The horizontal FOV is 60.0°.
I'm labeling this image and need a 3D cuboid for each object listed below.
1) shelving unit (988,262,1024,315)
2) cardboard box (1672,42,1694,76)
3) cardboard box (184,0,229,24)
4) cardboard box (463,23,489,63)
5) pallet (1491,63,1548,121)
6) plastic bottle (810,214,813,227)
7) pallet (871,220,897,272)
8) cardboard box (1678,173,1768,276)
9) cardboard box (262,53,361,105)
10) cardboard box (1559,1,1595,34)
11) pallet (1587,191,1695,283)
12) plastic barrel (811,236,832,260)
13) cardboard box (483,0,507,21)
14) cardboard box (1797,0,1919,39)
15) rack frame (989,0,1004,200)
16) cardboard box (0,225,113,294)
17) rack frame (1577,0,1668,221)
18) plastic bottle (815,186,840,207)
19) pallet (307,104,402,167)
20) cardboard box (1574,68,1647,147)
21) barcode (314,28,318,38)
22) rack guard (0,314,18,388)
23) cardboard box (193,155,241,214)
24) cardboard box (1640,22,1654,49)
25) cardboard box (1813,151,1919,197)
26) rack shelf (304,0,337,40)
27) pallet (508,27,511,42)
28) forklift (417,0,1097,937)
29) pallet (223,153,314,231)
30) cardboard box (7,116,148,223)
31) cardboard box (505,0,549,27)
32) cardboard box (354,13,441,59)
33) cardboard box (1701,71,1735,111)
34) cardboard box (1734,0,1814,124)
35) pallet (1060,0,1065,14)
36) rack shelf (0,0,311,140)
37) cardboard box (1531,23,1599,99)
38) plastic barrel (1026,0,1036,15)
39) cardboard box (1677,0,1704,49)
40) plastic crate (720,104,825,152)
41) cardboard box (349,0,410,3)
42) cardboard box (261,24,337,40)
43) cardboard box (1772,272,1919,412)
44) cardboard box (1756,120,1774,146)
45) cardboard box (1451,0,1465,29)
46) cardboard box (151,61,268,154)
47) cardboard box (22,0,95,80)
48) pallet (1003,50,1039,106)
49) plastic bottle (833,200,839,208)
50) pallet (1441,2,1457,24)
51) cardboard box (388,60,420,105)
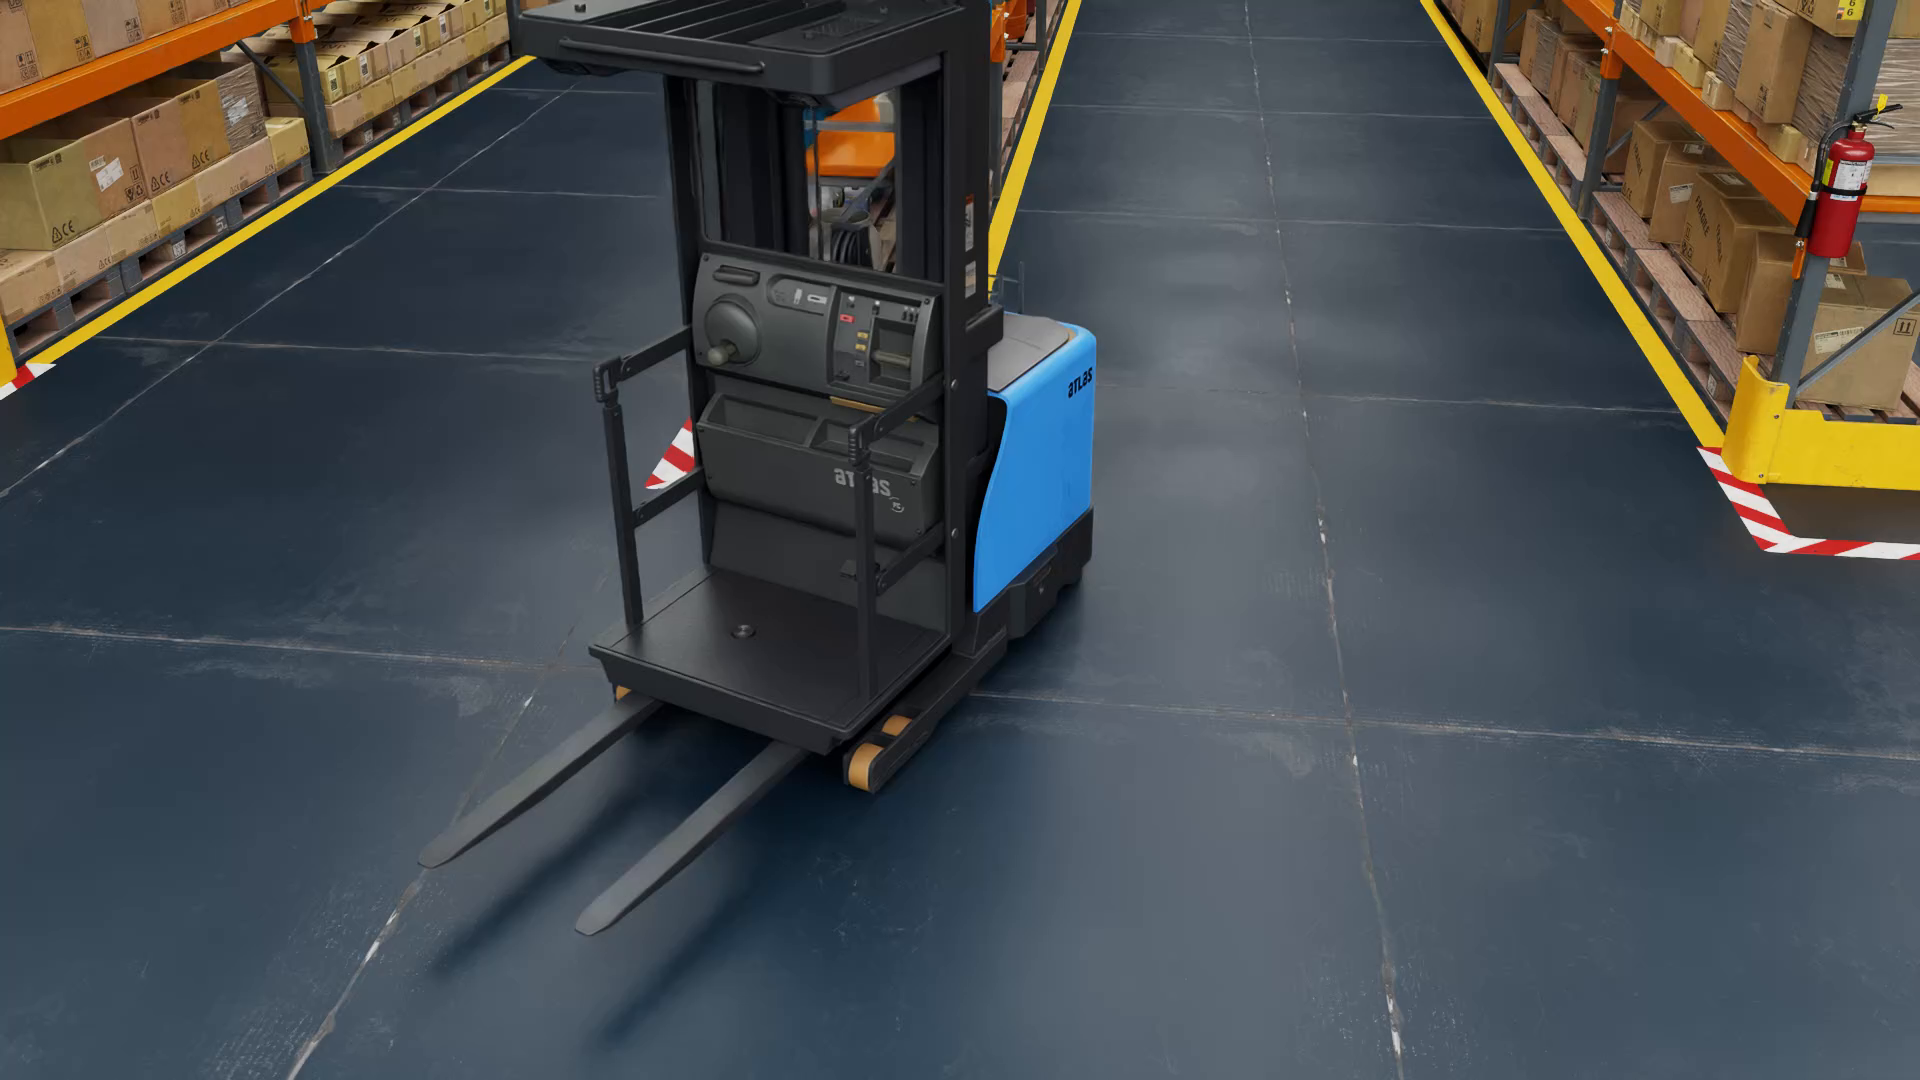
[{"bbox_3d":[0.114,-0.602,7.103,0.258,1.200,0.189,15,32,25],"label":"shelving unit"},{"bbox_3d":[4.252,-2.700,9.363,0.380,0.149,0.250,3,28,6],"label":"cardboard box"},{"bbox_3d":[-5.232,-3.647,10.752,0.700,0.500,0.500,3,28,6],"label":"cardboard box"},{"bbox_3d":[-4.518,-4.414,14.737,0.500,0.250,0.500,3,28,6],"label":"cardboard box"},{"bbox_3d":[5.098,-3.771,14.028,1.003,0.211,1.213,3,28,6],"label":"pallet"},{"bbox_3d":[-0.914,-1.833,9.889,0.061,0.283,0.133,4,29,7],"label":"plastic bottle"},{"bbox_3d":[-0.481,-1.654,10.098,1.003,0.211,1.213,3,28,6],"label":"pallet"},{"bbox_3d":[4.556,-1.815,9.650,0.500,0.500,0.500,1,28,2],"label":"cardboard box"},{"bbox_3d":[-4.828,-3.463,12.380,0.500,0.311,0.500,3,29,6],"label":"cardboard box"},{"bbox_3d":[5.088,-4.223,13.306,0.500,0.250,0.500,7,29,12],"label":"cardboard box"},{"bbox_3d":[4.658,-1.938,10.625,1.003,0.211,1.213,3,28,6],"label":"pallet"},{"bbox_3d":[-0.696,-1.293,8.667,0.421,0.512,0.421,0,28,0],"label":"plastic barrel"},{"bbox_3d":[-4.456,-4.904,15.056,0.500,0.311,0.500,4,29,8],"label":"cardboard box"},{"bbox_3d":[4.037,-2.489,7.235,0.500,0.500,0.500,3,28,6],"label":"cardboard box"},{"bbox_3d":[-0.210,-3.772,11.088,1.000,3.000,0.127,3,28,6],"label":"rack frame"},{"bbox_3d":[-5.272,-1.628,9.565,0.500,0.250,0.500,3,28,6],"label":"cardboard box"},{"bbox_3d":[4.705,-3.484,10.554,1.000,3.000,0.127,3,28,6],"label":"rack frame"},{"bbox_3d":[-0.819,-2.067,10.253,0.144,0.351,0.185,5,29,8],"label":"plastic bottle"},{"bbox_3d":[-5.074,-3.183,12.935,1.003,0.211,1.213,3,28,6],"label":"pallet"},{"bbox_3d":[4.879,-3.088,11.991,0.700,0.500,0.500,3,28,6],"label":"cardboard box"},{"bbox_3d":[-4.681,-3.673,12.065,0.001,0.075,0.075,3,28,6],"label":"barcode"},{"bbox_3d":[-5.619,-1.067,8.703,1.175,0.500,0.348,3,28,6],"label":"rack guard"},{"bbox_3d":[-5.083,-2.334,10.875,0.500,0.250,0.500,3,28,6],"label":"cardboard box"},{"bbox_3d":[4.334,-3.053,10.020,0.380,0.149,0.250,3,28,6],"label":"cardboard box"},{"bbox_3d":[4.045,-1.636,7.390,0.380,0.149,0.250,3,28,6],"label":"cardboard box"},{"bbox_3d":[-4.881,-4.686,13.544,1.077,0.370,4.000,3,28,6],"label":"rack shelf"},{"bbox_3d":[-4.507,-5.066,16.430,1.003,0.211,1.213,3,28,6],"label":"pallet"},{"bbox_3d":[-0.604,-0.679,5.419,1.130,2.935,3.031,15,32,25],"label":"forklift"},{"bbox_3d":[-5.265,-2.462,11.597,1.003,0.211,1.213,3,28,6],"label":"pallet"},{"bbox_3d":[-5.222,-2.194,9.825,0.500,0.500,0.500,3,28,6],"label":"cardboard box"},{"bbox_3d":[-4.296,-5.235,15.976,0.500,0.500,0.500,5,29,8],"label":"cardboard box"},{"bbox_3d":[-4.641,-4.186,13.723,0.500,0.311,0.500,4,29,8],"label":"cardboard box"},{"bbox_3d":[4.125,-2.349,8.712,0.380,0.149,0.250,3,28,6],"label":"cardboard box"},{"bbox_3d":[4.252,-2.276,7.892,0.875,0.500,0.500,3,28,6],"label":"cardboard box"},{"bbox_3d":[0.634,-5.949,18.070,1.003,0.211,1.213,3,28,6],"label":"pallet"},{"bbox_3d":[-5.371,-2.803,10.049,1.077,0.370,4.000,3,28,6],"label":"rack shelf"},{"bbox_3d":[5.078,-3.881,13.464,0.700,0.500,0.500,1,28,2],"label":"cardboard box"},{"bbox_3d":[0.461,-5.541,16.471,0.600,0.588,0.708,3,28,6],"label":"plastic barrel"},{"bbox_3d":[4.531,-2.976,9.192,0.875,0.500,0.500,3,28,6],"label":"cardboard box"},{"bbox_3d":[-0.936,-2.076,8.098,0.499,0.251,0.616,3,28,6],"label":"plastic crate"},{"bbox_3d":[-5.047,-4.688,14.654,0.500,0.311,0.500,3,28,5],"label":"cardboard box"},{"bbox_3d":[-5.240,-3.970,13.321,0.500,0.311,0.500,3,28,6],"label":"cardboard box"},{"bbox_3d":[4.308,-0.978,8.096,0.500,0.500,0.500,9,30,16],"label":"cardboard box"},{"bbox_3d":[4.102,-1.992,8.049,0.380,0.149,0.250,3,28,6],"label":"cardboard box"},{"bbox_3d":[5.418,-5.359,15.832,1.225,0.875,0.875,3,29,6],"label":"cardboard box"},{"bbox_3d":[-5.039,-2.900,11.136,0.500,0.500,0.500,3,28,6],"label":"cardboard box"},{"bbox_3d":[-5.420,-2.922,9.406,0.700,0.500,0.500,4,29,7],"label":"cardboard box"},{"bbox_3d":[0.146,-4.064,14.572,1.003,0.211,1.213,3,28,6],"label":"pallet"},{"bbox_3d":[-0.747,-1.888,9.991,0.061,0.283,0.133,3,28,6],"label":"plastic bottle"},{"bbox_3d":[5.666,-5.654,17.523,1.003,0.211,1.213,3,28,6],"label":"pallet"},{"bbox_3d":[-4.706,-3.696,13.403,0.500,0.250,0.500,3,28,5],"label":"cardboard box"}]
